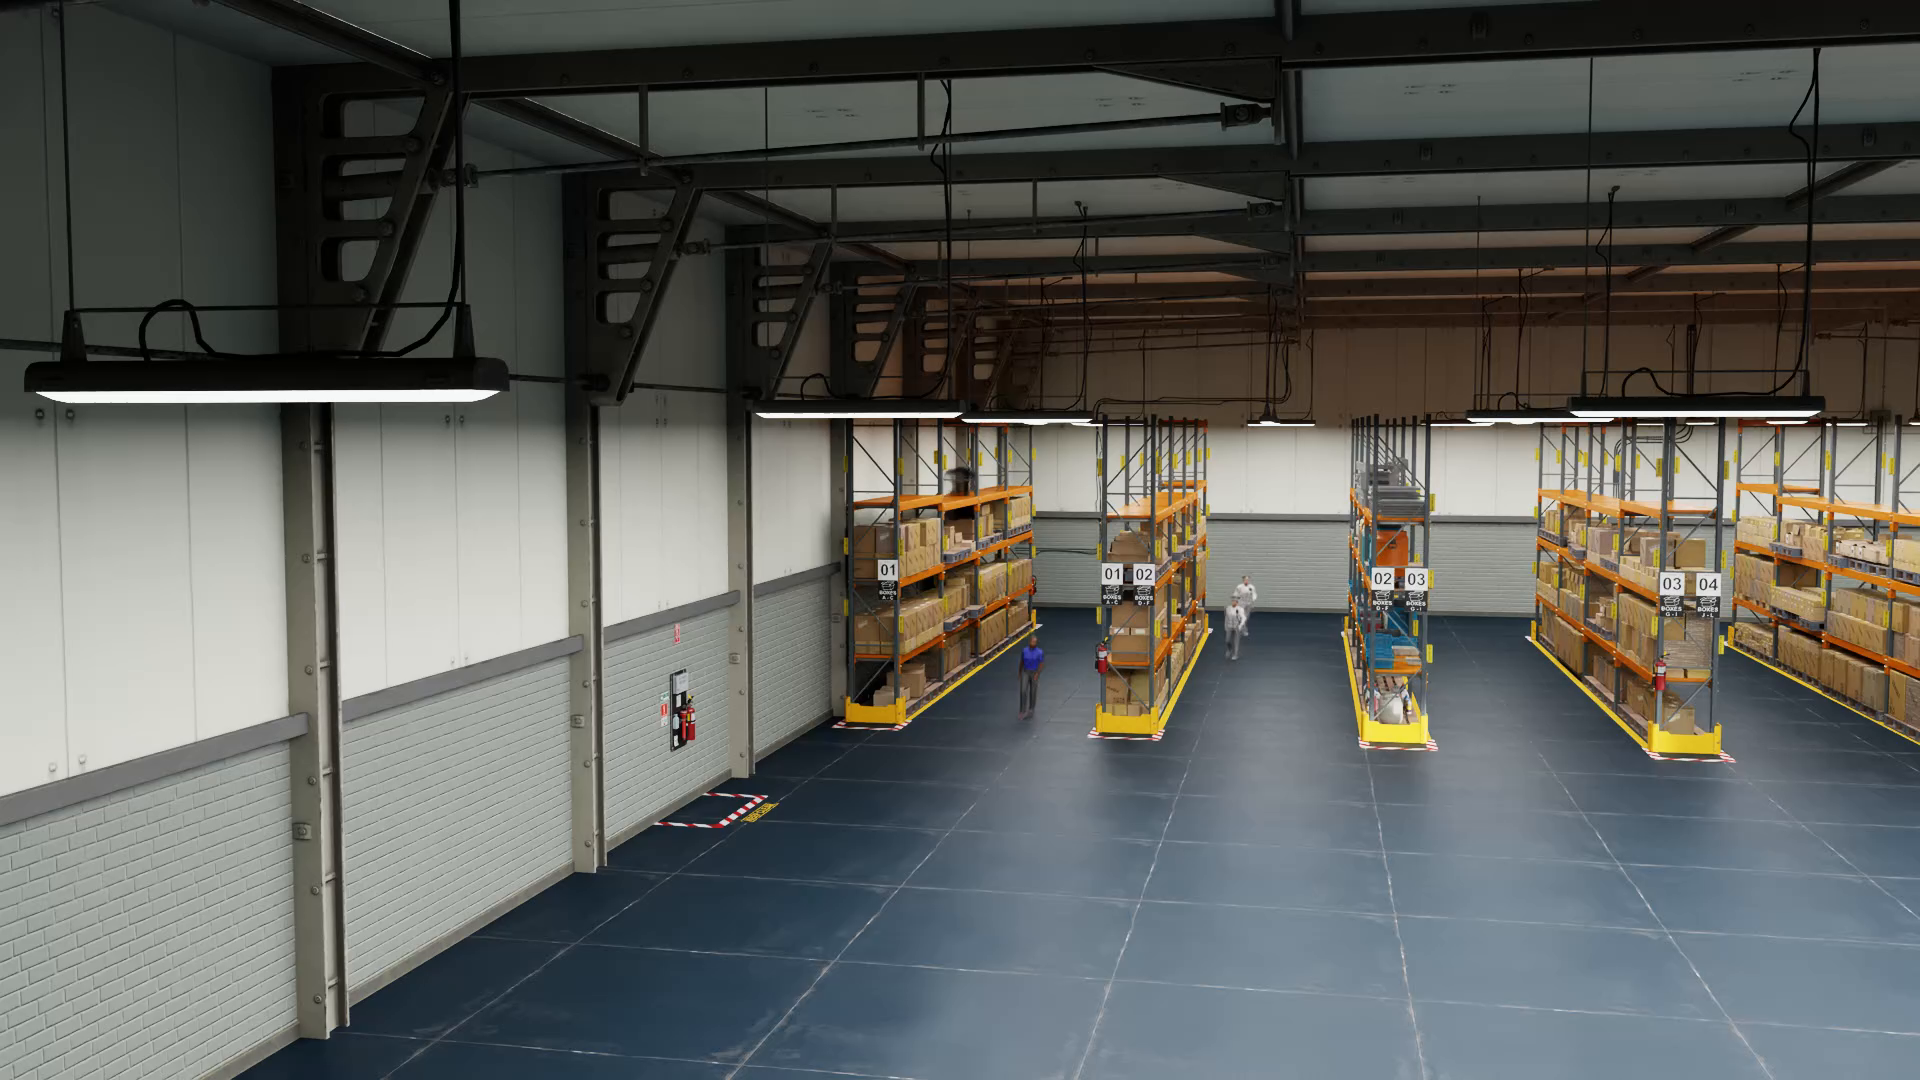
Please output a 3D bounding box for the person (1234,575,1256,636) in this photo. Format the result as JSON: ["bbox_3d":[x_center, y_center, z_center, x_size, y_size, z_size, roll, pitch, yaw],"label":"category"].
[{"bbox_3d":[7.963,1.802,46.406,0.587,1.681,0.906,0,4,-2],"label":"person"}]

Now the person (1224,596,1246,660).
[{"bbox_3d":[6.760,2.175,41.029,0.615,1.623,0.733,1,4,20],"label":"person"}]

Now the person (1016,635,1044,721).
[{"bbox_3d":[1.394,2.704,32.943,0.551,1.631,0.800,0,4,7],"label":"person"}]
